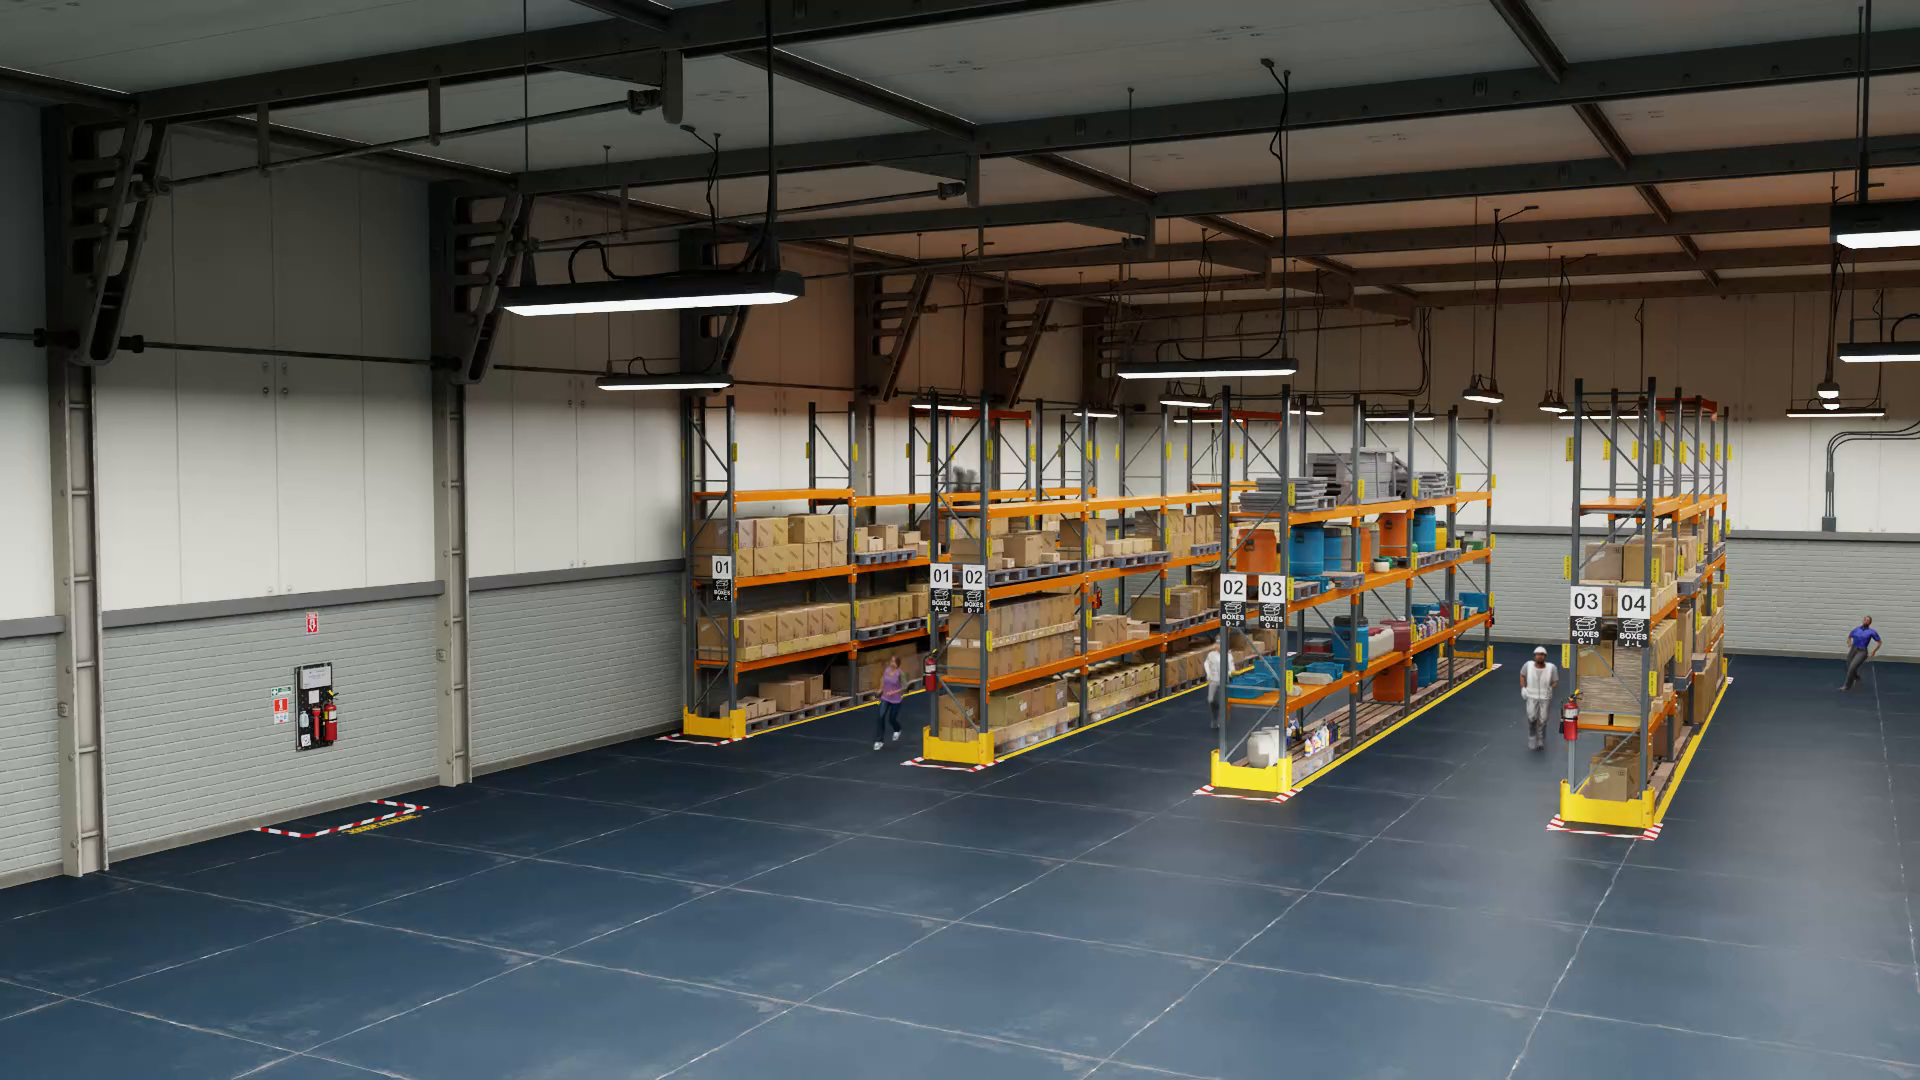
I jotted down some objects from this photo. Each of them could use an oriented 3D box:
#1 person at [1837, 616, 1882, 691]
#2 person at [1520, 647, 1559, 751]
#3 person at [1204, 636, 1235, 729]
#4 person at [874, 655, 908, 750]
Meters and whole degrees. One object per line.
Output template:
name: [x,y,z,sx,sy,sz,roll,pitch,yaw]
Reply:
person: [18.768,2.373,34.707,0.784,1.578,0.646,-2,3,-27]
person: [9.722,2.659,27.908,0.605,1.756,0.775,1,3,16]
person: [4.655,2.579,30.098,0.560,1.692,0.596,1,3,19]
person: [-1.132,2.727,28.164,0.575,1.580,0.851,1,3,22]
